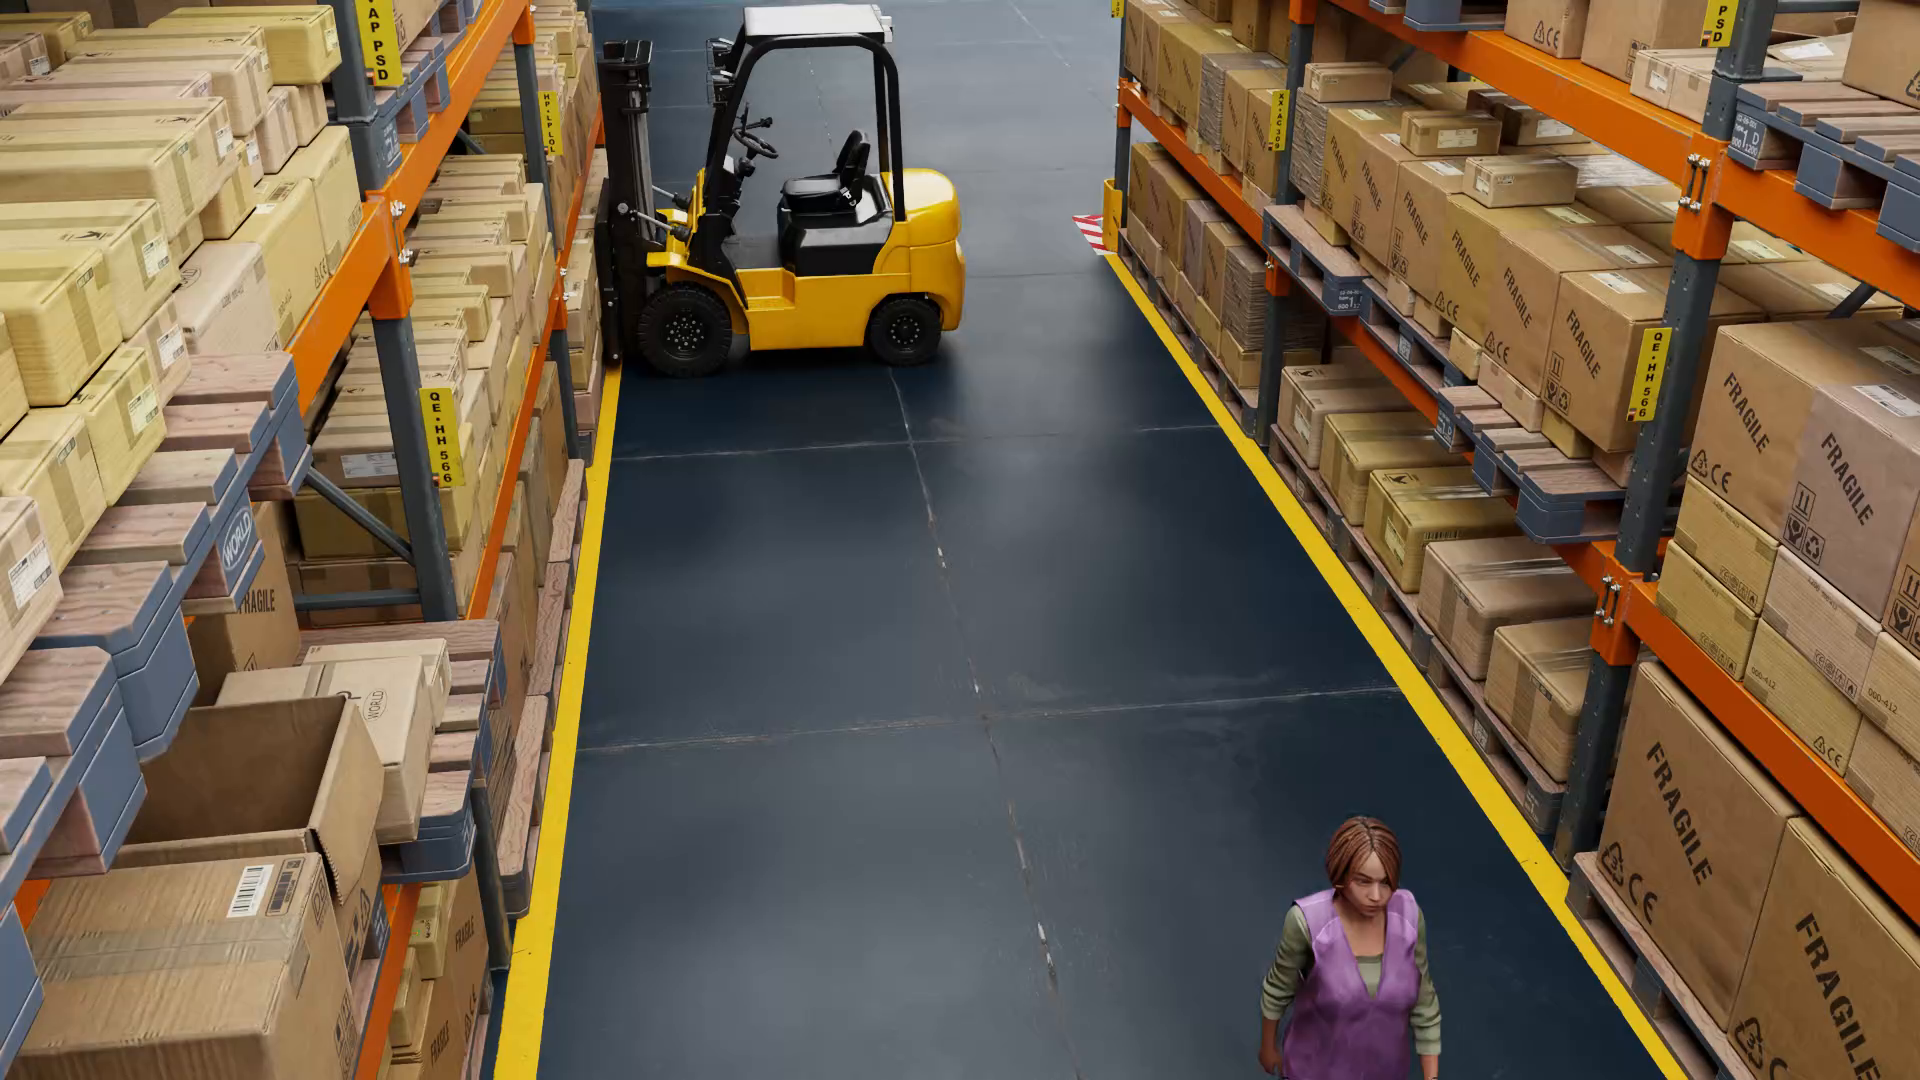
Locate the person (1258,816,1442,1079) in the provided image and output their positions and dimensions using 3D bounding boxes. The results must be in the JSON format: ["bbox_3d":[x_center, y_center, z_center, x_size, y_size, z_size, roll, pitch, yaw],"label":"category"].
[{"bbox_3d":[1.038,1.415,4.397,0.418,1.542,0.937,-6,28,-12],"label":"person"}]
